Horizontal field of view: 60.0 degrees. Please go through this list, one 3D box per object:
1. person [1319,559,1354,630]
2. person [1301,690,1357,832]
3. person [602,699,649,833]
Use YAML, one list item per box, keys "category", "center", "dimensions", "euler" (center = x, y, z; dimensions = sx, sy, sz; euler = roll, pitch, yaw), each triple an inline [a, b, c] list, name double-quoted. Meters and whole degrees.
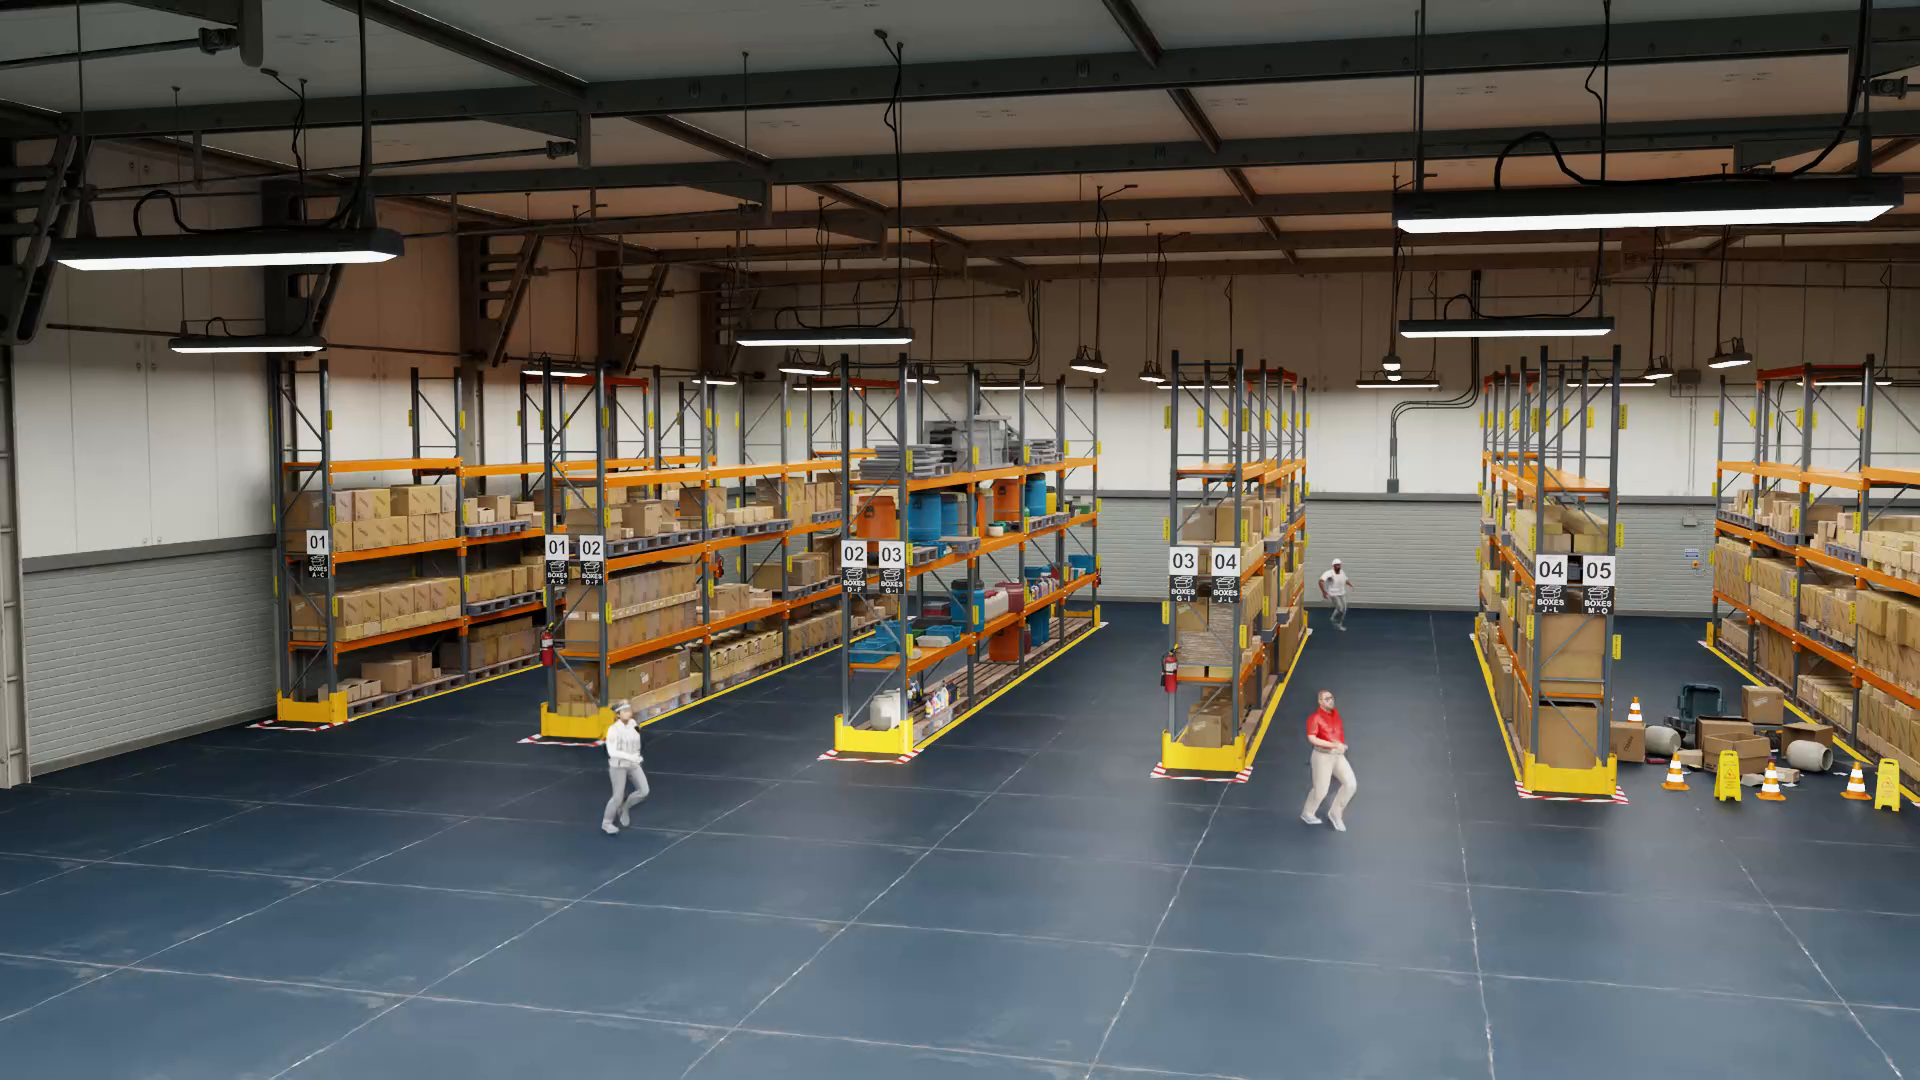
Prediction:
- category: "person"
  center: [8.963, 1.305, 39.503]
  dimensions: [0.842, 1.720, 0.559]
  euler: [-2, 5, -27]
- category: "person"
  center: [4.518, 2.709, 20.365]
  dimensions: [0.671, 1.754, 0.737]
  euler: [-3, 5, -32]
- category: "person"
  center: [-4.016, 2.724, 20.073]
  dimensions: [0.729, 1.651, 0.633]
  euler: [3, 5, 39]
